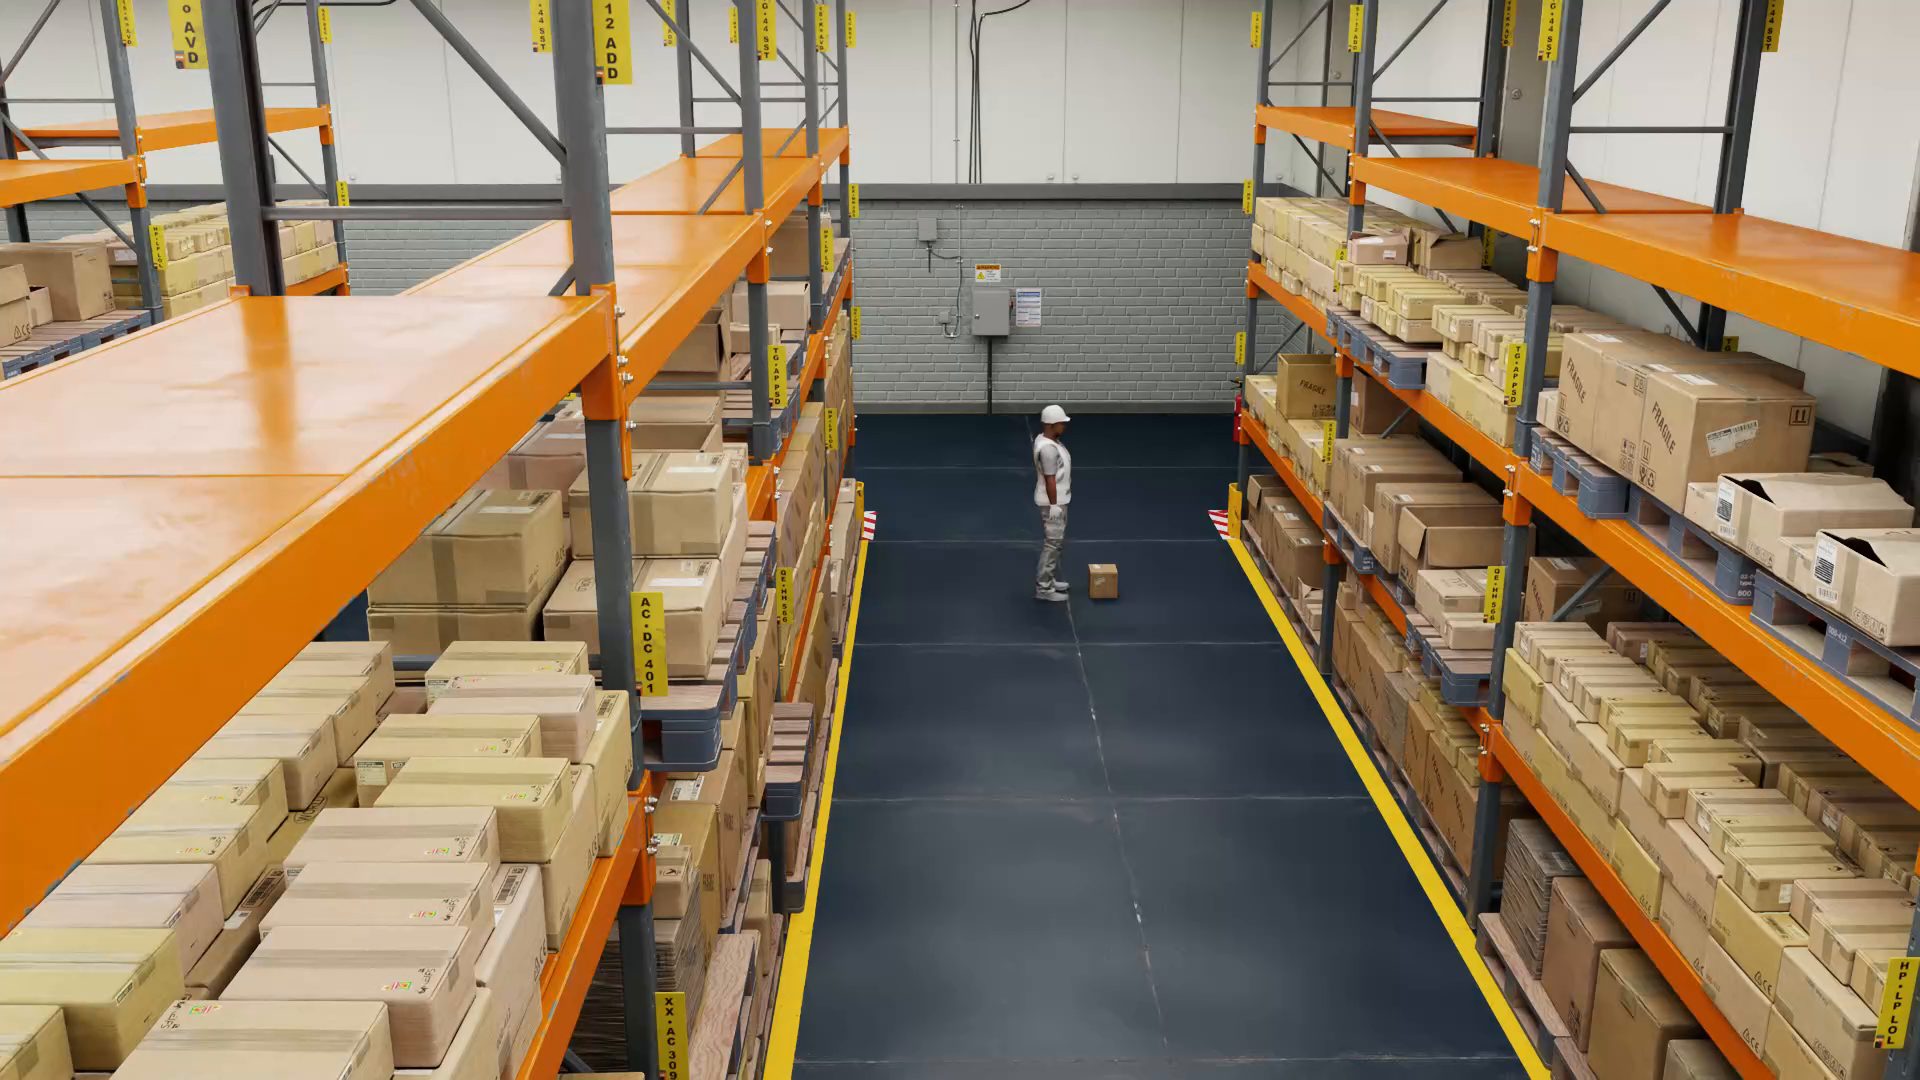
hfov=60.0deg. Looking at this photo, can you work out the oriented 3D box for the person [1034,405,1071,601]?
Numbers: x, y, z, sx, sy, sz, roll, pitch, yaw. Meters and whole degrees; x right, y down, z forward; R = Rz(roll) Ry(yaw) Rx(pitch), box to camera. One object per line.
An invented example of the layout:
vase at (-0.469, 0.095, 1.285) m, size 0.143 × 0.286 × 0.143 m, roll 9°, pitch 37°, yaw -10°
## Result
person at (0.843, -0.348, 15.179) m, size 0.360 × 1.790 × 0.547 m, roll 0°, pitch 17°, yaw 0°
